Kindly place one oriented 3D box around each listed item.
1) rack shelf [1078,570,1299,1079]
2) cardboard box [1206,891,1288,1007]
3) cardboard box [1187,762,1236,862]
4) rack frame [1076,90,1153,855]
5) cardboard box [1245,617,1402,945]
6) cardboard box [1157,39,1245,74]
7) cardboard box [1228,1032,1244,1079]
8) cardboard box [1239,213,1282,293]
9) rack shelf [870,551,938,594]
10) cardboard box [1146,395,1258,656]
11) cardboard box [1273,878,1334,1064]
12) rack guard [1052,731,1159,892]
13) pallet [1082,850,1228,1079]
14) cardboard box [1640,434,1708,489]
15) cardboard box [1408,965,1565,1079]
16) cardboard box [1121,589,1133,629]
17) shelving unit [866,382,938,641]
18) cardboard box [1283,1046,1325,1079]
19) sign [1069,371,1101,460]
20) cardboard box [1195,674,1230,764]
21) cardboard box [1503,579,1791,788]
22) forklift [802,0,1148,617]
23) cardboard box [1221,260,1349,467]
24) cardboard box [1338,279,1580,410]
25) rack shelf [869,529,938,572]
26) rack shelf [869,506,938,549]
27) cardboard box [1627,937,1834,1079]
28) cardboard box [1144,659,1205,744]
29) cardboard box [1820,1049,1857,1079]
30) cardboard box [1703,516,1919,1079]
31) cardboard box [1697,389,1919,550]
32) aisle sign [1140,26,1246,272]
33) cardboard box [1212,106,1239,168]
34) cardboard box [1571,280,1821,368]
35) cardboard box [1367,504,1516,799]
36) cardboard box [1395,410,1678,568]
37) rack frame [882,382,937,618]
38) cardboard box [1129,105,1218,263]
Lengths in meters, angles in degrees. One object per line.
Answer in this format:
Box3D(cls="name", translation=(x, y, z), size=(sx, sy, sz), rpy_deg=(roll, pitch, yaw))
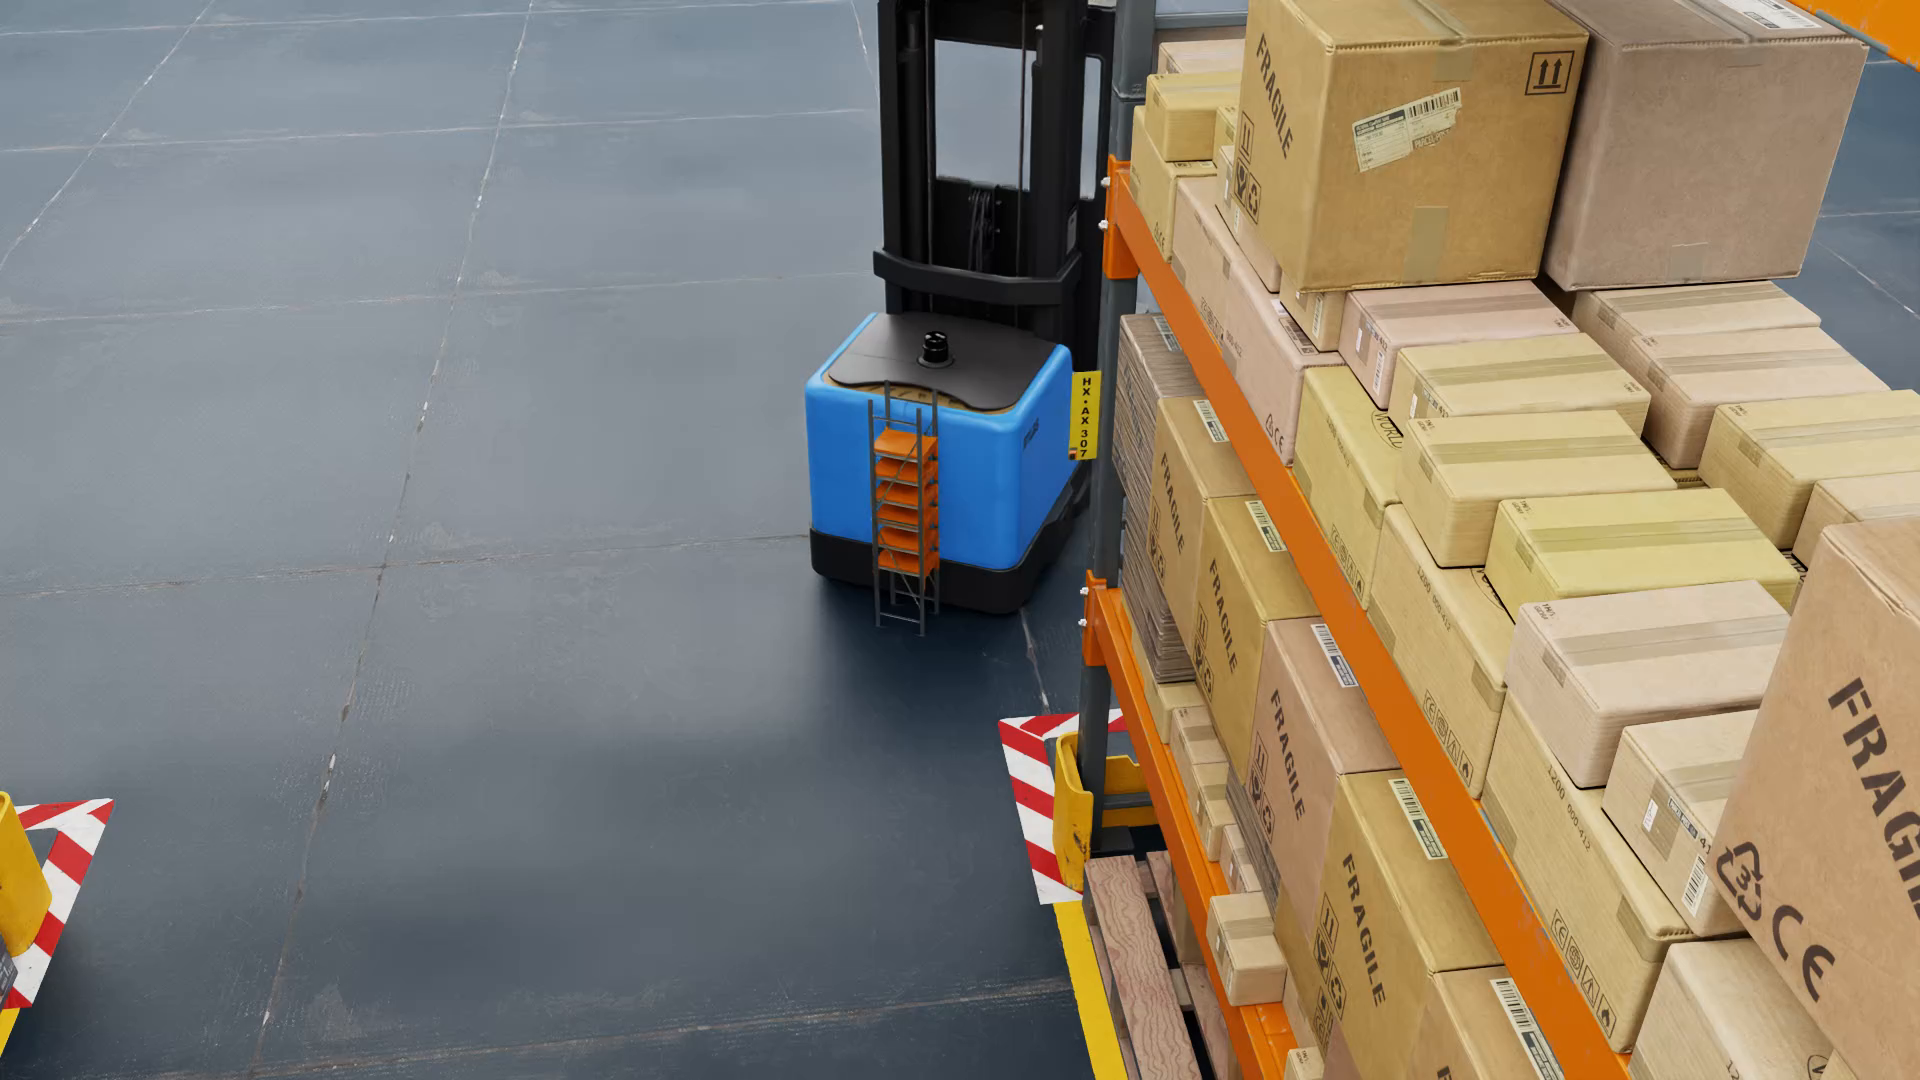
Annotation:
Box3D(cls="rack shelf", translation=(1.215, 1.327, 4.277), size=(1.077, 0.370, 4.000), rpy_deg=(-4, 35, -6))
Box3D(cls="cardboard box", translation=(0.854, 1.039, 4.284), size=(0.380, 0.149, 0.250), rpy_deg=(-4, 35, -6))
Box3D(cls="cardboard box", translation=(0.863, 0.754, 4.702), size=(0.380, 0.149, 0.250), rpy_deg=(-4, 35, -6))
Box3D(cls="rack frame", translation=(0.947, -0.086, 5.713), size=(1.000, 3.000, 0.127), rpy_deg=(-4, 35, -6))
Box3D(cls="cardboard box", translation=(0.953, 0.501, 3.610), size=(0.500, 0.500, 0.500), rpy_deg=(-4, 35, -6))
Box3D(cls="cardboard box", translation=(0.754, -1.257, 4.547), size=(0.380, 0.149, 0.250), rpy_deg=(-5, 35, -7))
Box3D(cls="cardboard box", translation=(1.128, 1.454, 5.299), size=(0.500, 0.500, 0.500), rpy_deg=(4, 35, 6))
Box3D(cls="cardboard box", translation=(0.844, -0.680, 3.700), size=(0.380, 0.149, 0.250), rpy_deg=(-4, 35, -7))
Box3D(cls="rack shelf", translation=(-0.251, 0.127, 7.504), size=(0.258, 0.103, 0.180), rpy_deg=(12, 36, 17))
Box3D(cls="cardboard box", translation=(0.811, -0.056, 4.428), size=(0.500, 0.500, 0.500), rpy_deg=(-4, 35, -6))
Box3D(cls="cardboard box", translation=(1.260, 0.891, 3.926), size=(0.875, 0.500, 0.500), rpy_deg=(-4, 35, -6))
Box3D(cls="rack guard", translation=(0.957, 0.989, 6.354), size=(1.175, 0.500, 0.348), rpy_deg=(-4, 35, -6))
Box3D(cls="pallet", translation=(1.031, 1.565, 5.766), size=(1.003, 0.211, 1.213), rpy_deg=(-4, 35, -6))
Box3D(cls="cardboard box", translation=(1.466, -0.168, 3.303), size=(0.500, 0.250, 0.500), rpy_deg=(-5, 35, -7))
Box3D(cls="cardboard box", translation=(1.083, 1.060, 2.791), size=(0.500, 0.500, 0.500), rpy_deg=(-4, 35, -6))
Box3D(cls="cardboard box", translation=(0.749, 0.195, 5.523), size=(0.380, 0.149, 0.250), rpy_deg=(-4, 35, -6))
Box3D(cls="shelving unit", translation=(-0.251, -0.108, 7.344), size=(0.258, 1.200, 0.189), rpy_deg=(12, 36, 17))
Box3D(cls="cardboard box", translation=(0.977, 1.314, 3.881), size=(0.380, 0.149, 0.250), rpy_deg=(-4, 35, -6))
Box3D(cls="sign", translation=(0.409, -0.403, 5.408), size=(0.100, 0.325, 0.005), rpy_deg=(-4, 35, -6))
Box3D(cls="cardboard box", translation=(1.179, 0.329, 4.751), size=(0.875, 0.500, 0.500), rpy_deg=(-4, 35, -6))
Box3D(cls="cardboard box", translation=(1.027, 0.203, 2.404), size=(0.380, 0.149, 0.250), rpy_deg=(-5, 35, -8))
Box3D(cls="forklift", translation=(0.271, -1.683, 8.117), size=(1.130, 2.935, 3.031), rpy_deg=(12, 36, 17))
Box3D(cls="cardboard box", translation=(0.893, -0.411, 3.659), size=(0.500, 0.250, 0.500), rpy_deg=(-4, 35, -7))
Box3D(cls="cardboard box", translation=(0.975, -0.393, 3.279), size=(0.380, 0.149, 0.250), rpy_deg=(-5, 35, -7))
Box3D(cls="rack shelf", translation=(-0.251, 0.027, 7.436), size=(0.258, 0.103, 0.180), rpy_deg=(12, 36, 17))
Box3D(cls="rack shelf", translation=(-0.251, -0.072, 7.369), size=(0.258, 0.103, 0.180), rpy_deg=(12, 36, 17))
Box3D(cls="cardboard box", translation=(1.164, 0.734, 1.979), size=(0.500, 0.250, 0.500), rpy_deg=(-3, 34, -5))
Box3D(cls="cardboard box", translation=(0.782, 0.477, 5.110), size=(0.380, 0.149, 0.250), rpy_deg=(-4, 35, -6))
Box3D(cls="cardboard box", translation=(1.154, 0.644, 1.756), size=(0.380, 0.149, 0.250), rpy_deg=(-3, 34, -5))
Box3D(cls="cardboard box", translation=(1.171, 0.304, 1.680), size=(0.500, 0.500, 0.500), rpy_deg=(-5, 35, -8))
Box3D(cls="cardboard box", translation=(1.534, -0.126, 2.886), size=(0.380, 0.149, 0.250), rpy_deg=(-5, 35, -7))
Box3D(cls="aisle sign", translation=(0.641, -1.172, 4.998), size=(0.394, 0.787, 0.004), rpy_deg=(-4, 35, -6))
Box3D(cls="cardboard box", translation=(0.849, -0.974, 4.130), size=(0.380, 0.149, 0.250), rpy_deg=(-5, 35, -7))
Box3D(cls="cardboard box", translation=(1.452, -0.414, 3.309), size=(0.380, 0.149, 0.250), rpy_deg=(-6, 35, -9))
Box3D(cls="cardboard box", translation=(1.031, 0.158, 2.825), size=(0.500, 0.250, 0.500), rpy_deg=(-5, 35, -7))
Box3D(cls="cardboard box", translation=(0.972, -0.091, 2.835), size=(0.380, 0.149, 0.250), rpy_deg=(-3, 34, -4))
Box3D(cls="rack frame", translation=(-0.219, -0.157, 7.415), size=(0.240, 1.200, 0.006), rpy_deg=(12, 36, 17))
Box3D(cls="cardboard box", translation=(0.755, -0.975, 4.487), size=(0.500, 0.250, 0.500), rpy_deg=(-3, 34, -5))
